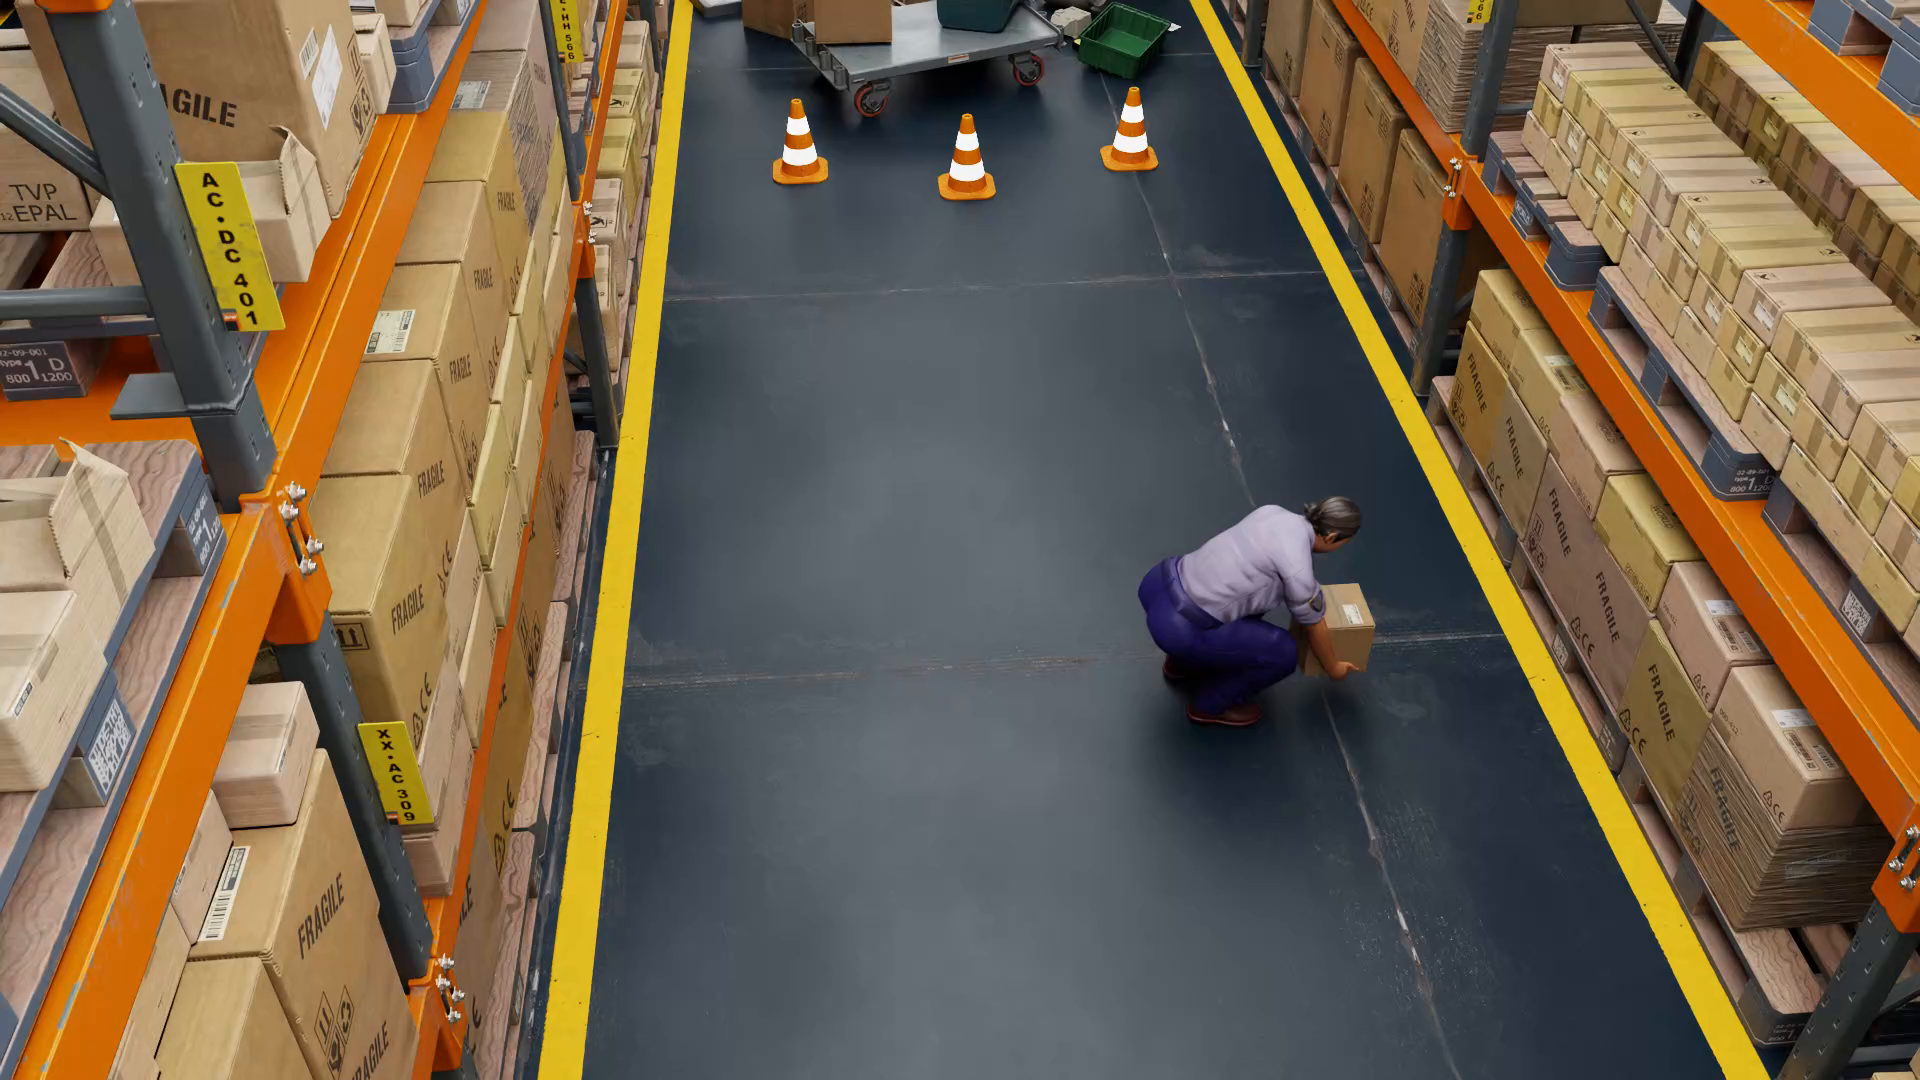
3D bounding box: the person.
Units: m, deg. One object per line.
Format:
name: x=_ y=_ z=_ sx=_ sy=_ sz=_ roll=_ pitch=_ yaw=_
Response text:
person: x=1.118 y=0.257 z=6.423 sx=0.856 sy=0.939 sz=0.501 roll=-4 pitch=40 yaw=-5
